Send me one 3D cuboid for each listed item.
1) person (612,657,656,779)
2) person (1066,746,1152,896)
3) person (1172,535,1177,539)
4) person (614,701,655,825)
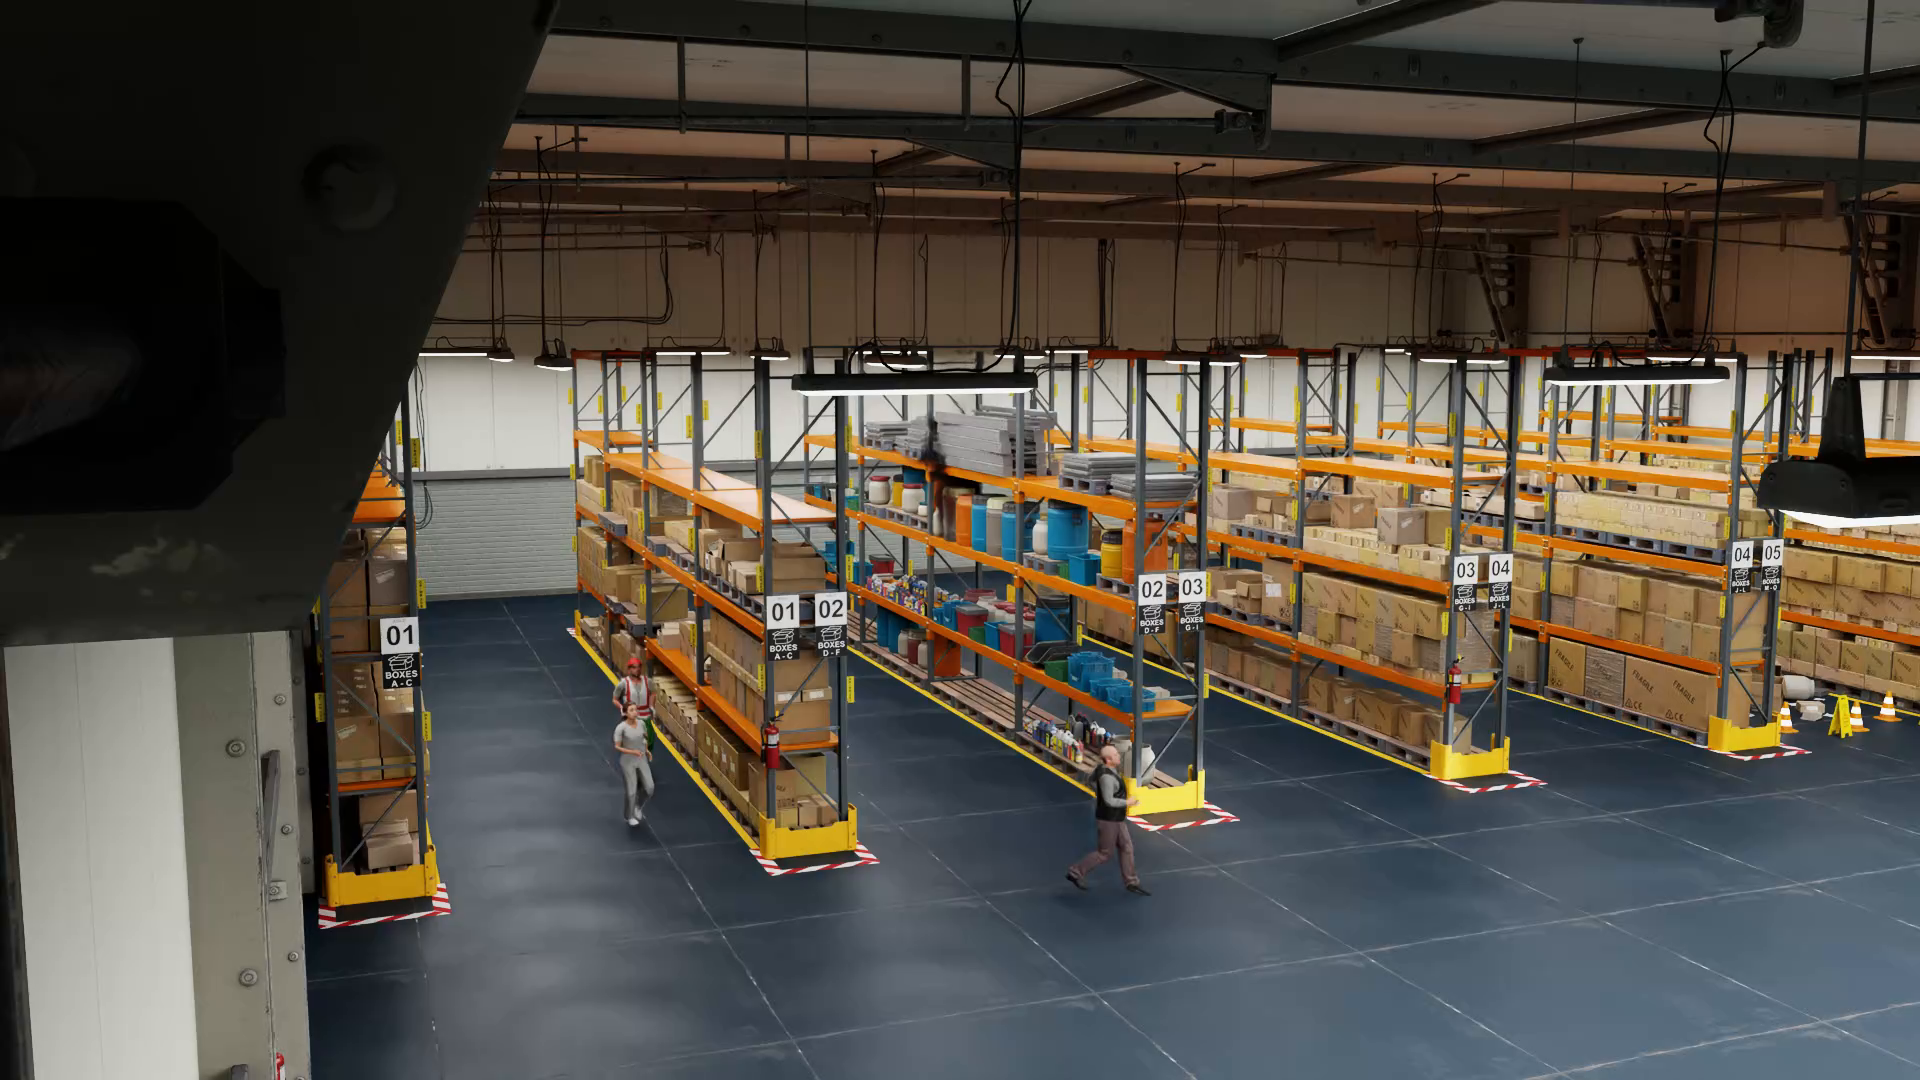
[{"bbox_3d":[-4.597,2.532,23.654,0.648,1.737,0.614,-4,8,-26],"label":"person"},{"bbox_3d":[1.681,3.158,18.675,0.963,1.735,0.672,1,7,7],"label":"person"},{"bbox_3d":[4.993,0.715,38.750,0.555,1.630,0.619,-1,7,-6],"label":"person"},{"bbox_3d":[-4.155,2.871,21.319,0.549,1.633,0.582,-5,9,-37],"label":"person"}]
